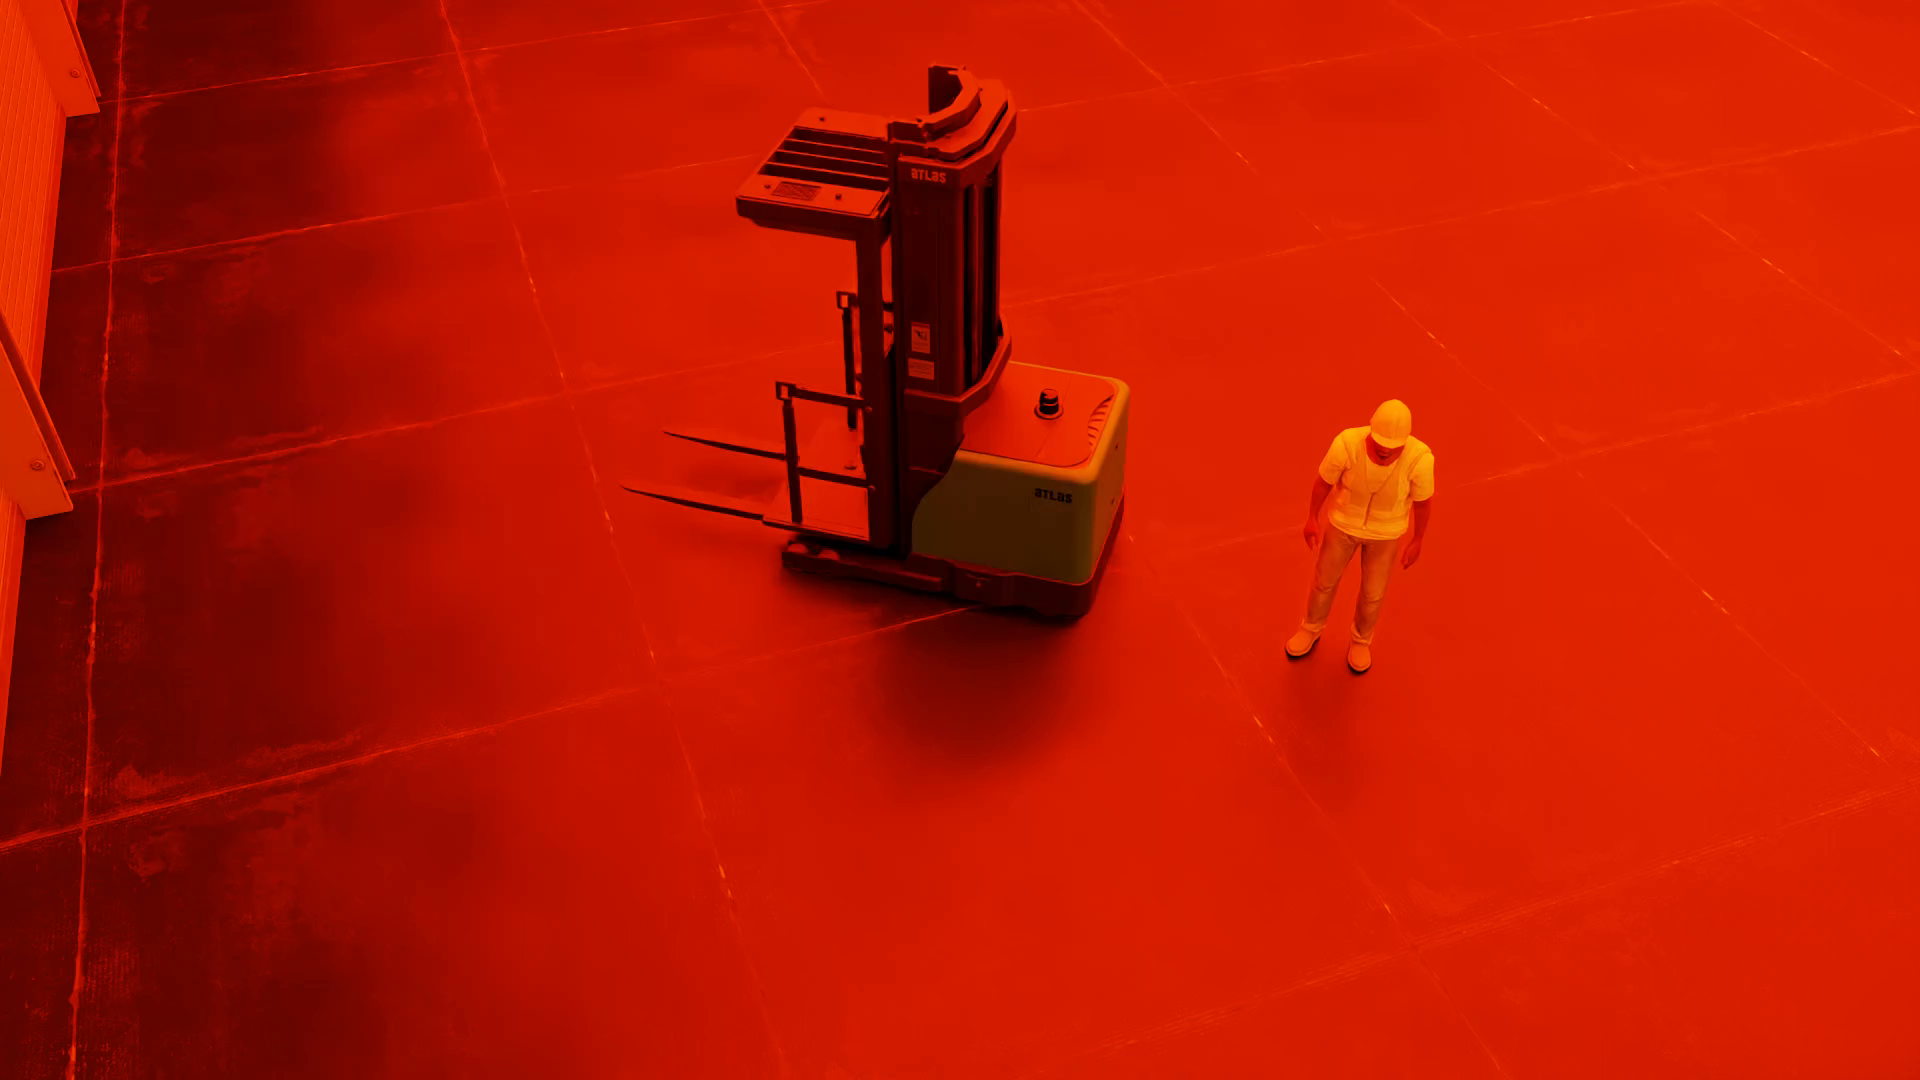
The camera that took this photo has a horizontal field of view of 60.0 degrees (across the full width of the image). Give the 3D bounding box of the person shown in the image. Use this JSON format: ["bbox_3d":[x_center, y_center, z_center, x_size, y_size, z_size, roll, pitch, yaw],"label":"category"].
[{"bbox_3d":[2.181,-0.051,8.971,0.631,1.759,0.461,13,42,15],"label":"person"}]

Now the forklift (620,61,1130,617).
[{"bbox_3d":[-0.568,-1.214,9.442,3.031,2.935,1.130,11,41,13],"label":"forklift"}]
